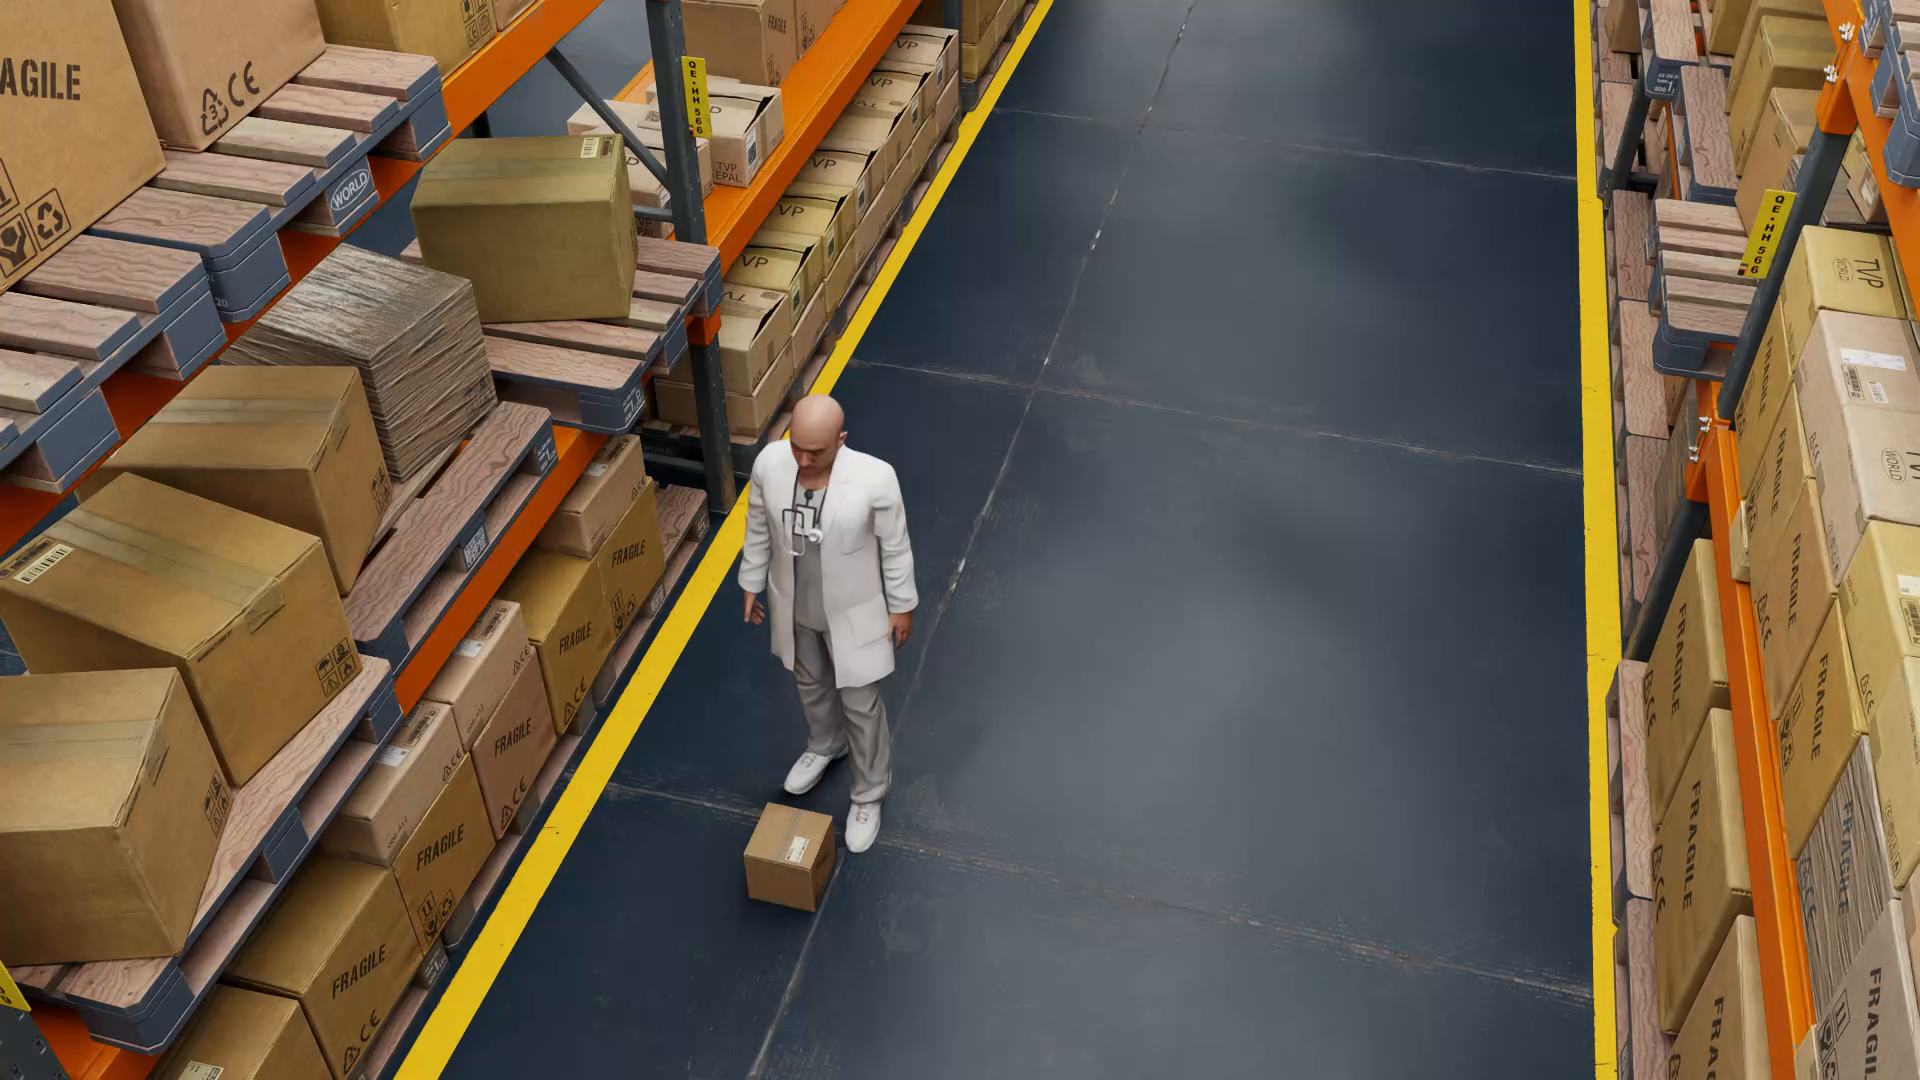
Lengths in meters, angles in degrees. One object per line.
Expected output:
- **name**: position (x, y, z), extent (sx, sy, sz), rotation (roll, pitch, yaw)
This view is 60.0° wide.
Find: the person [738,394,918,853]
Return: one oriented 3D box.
- **person**: position (-0.514, 0.280, 5.835), extent (0.656, 1.800, 0.524), rotation (14, 42, 16)
